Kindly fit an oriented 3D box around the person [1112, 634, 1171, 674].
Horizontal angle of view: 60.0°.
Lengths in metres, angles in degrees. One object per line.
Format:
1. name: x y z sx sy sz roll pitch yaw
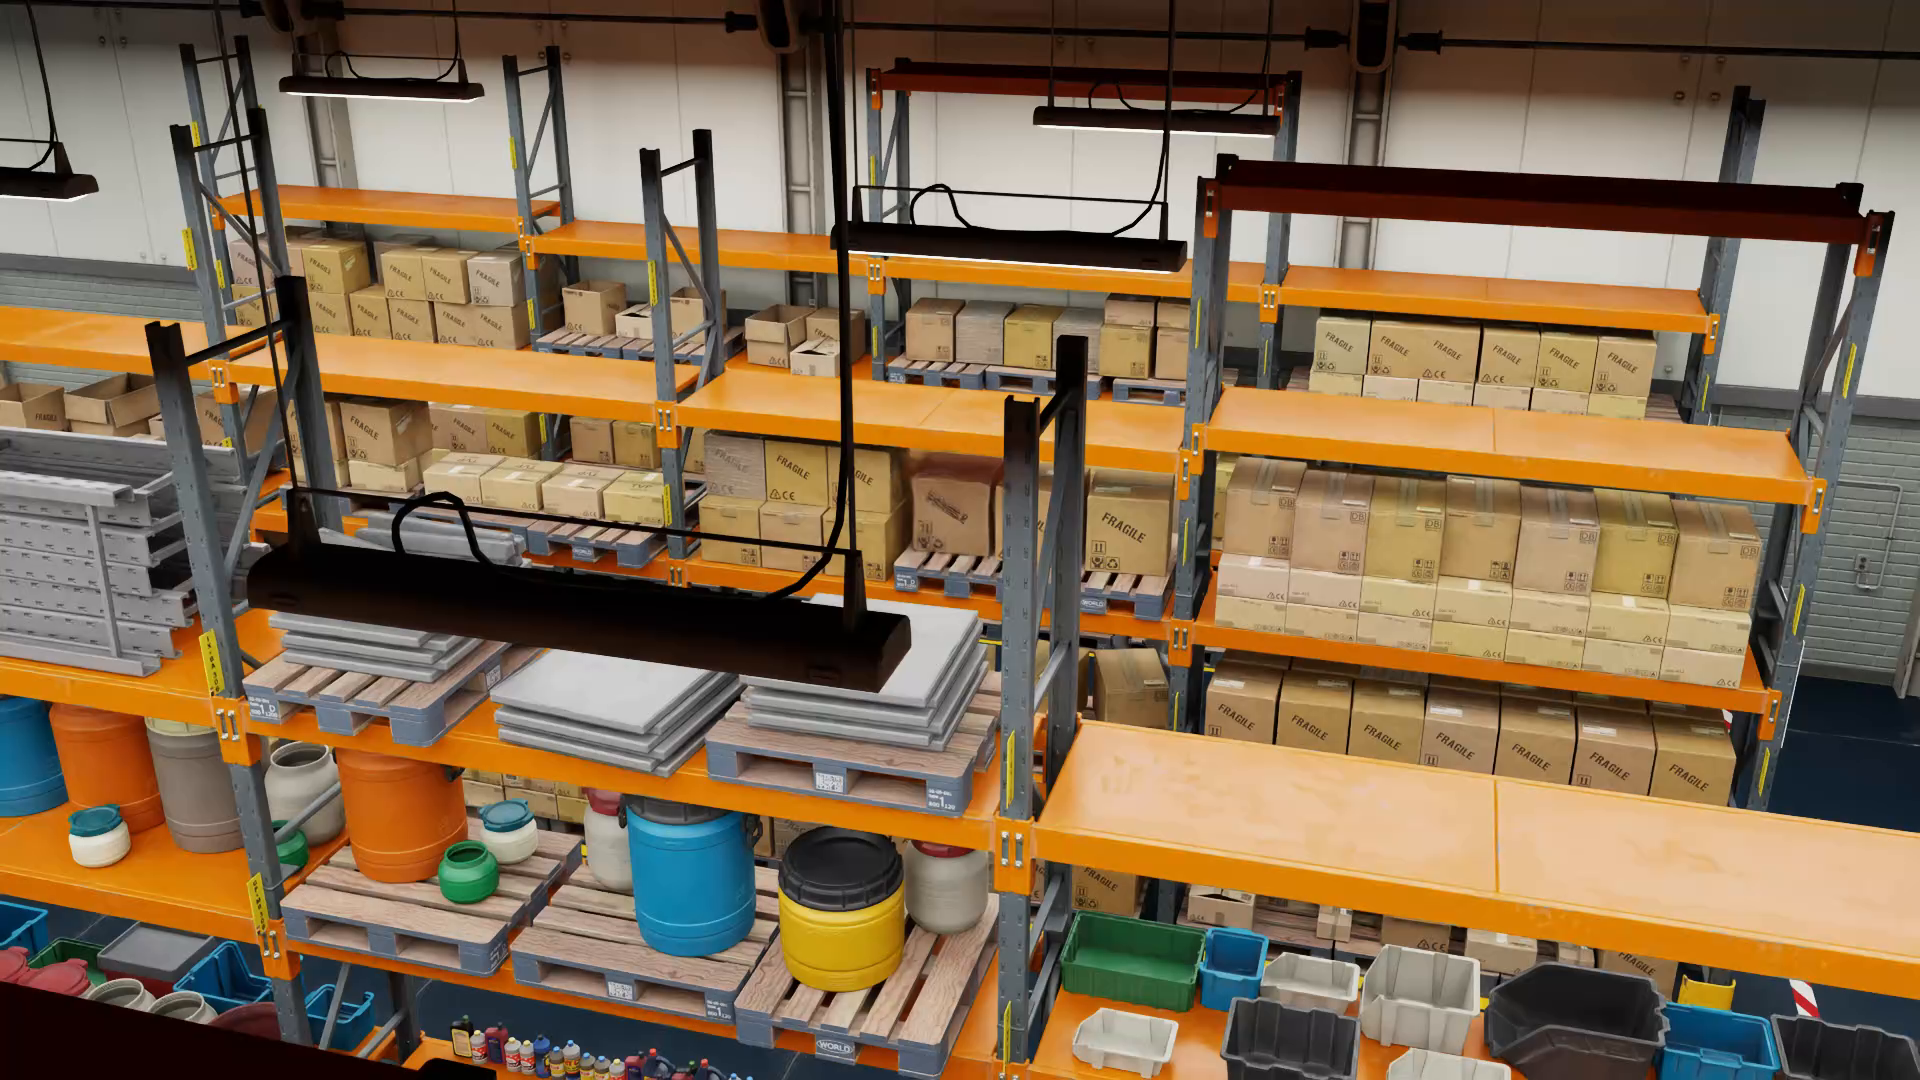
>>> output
1. person: 1.894 0.708 16.411 1.036 1.521 0.536 5 23 12
